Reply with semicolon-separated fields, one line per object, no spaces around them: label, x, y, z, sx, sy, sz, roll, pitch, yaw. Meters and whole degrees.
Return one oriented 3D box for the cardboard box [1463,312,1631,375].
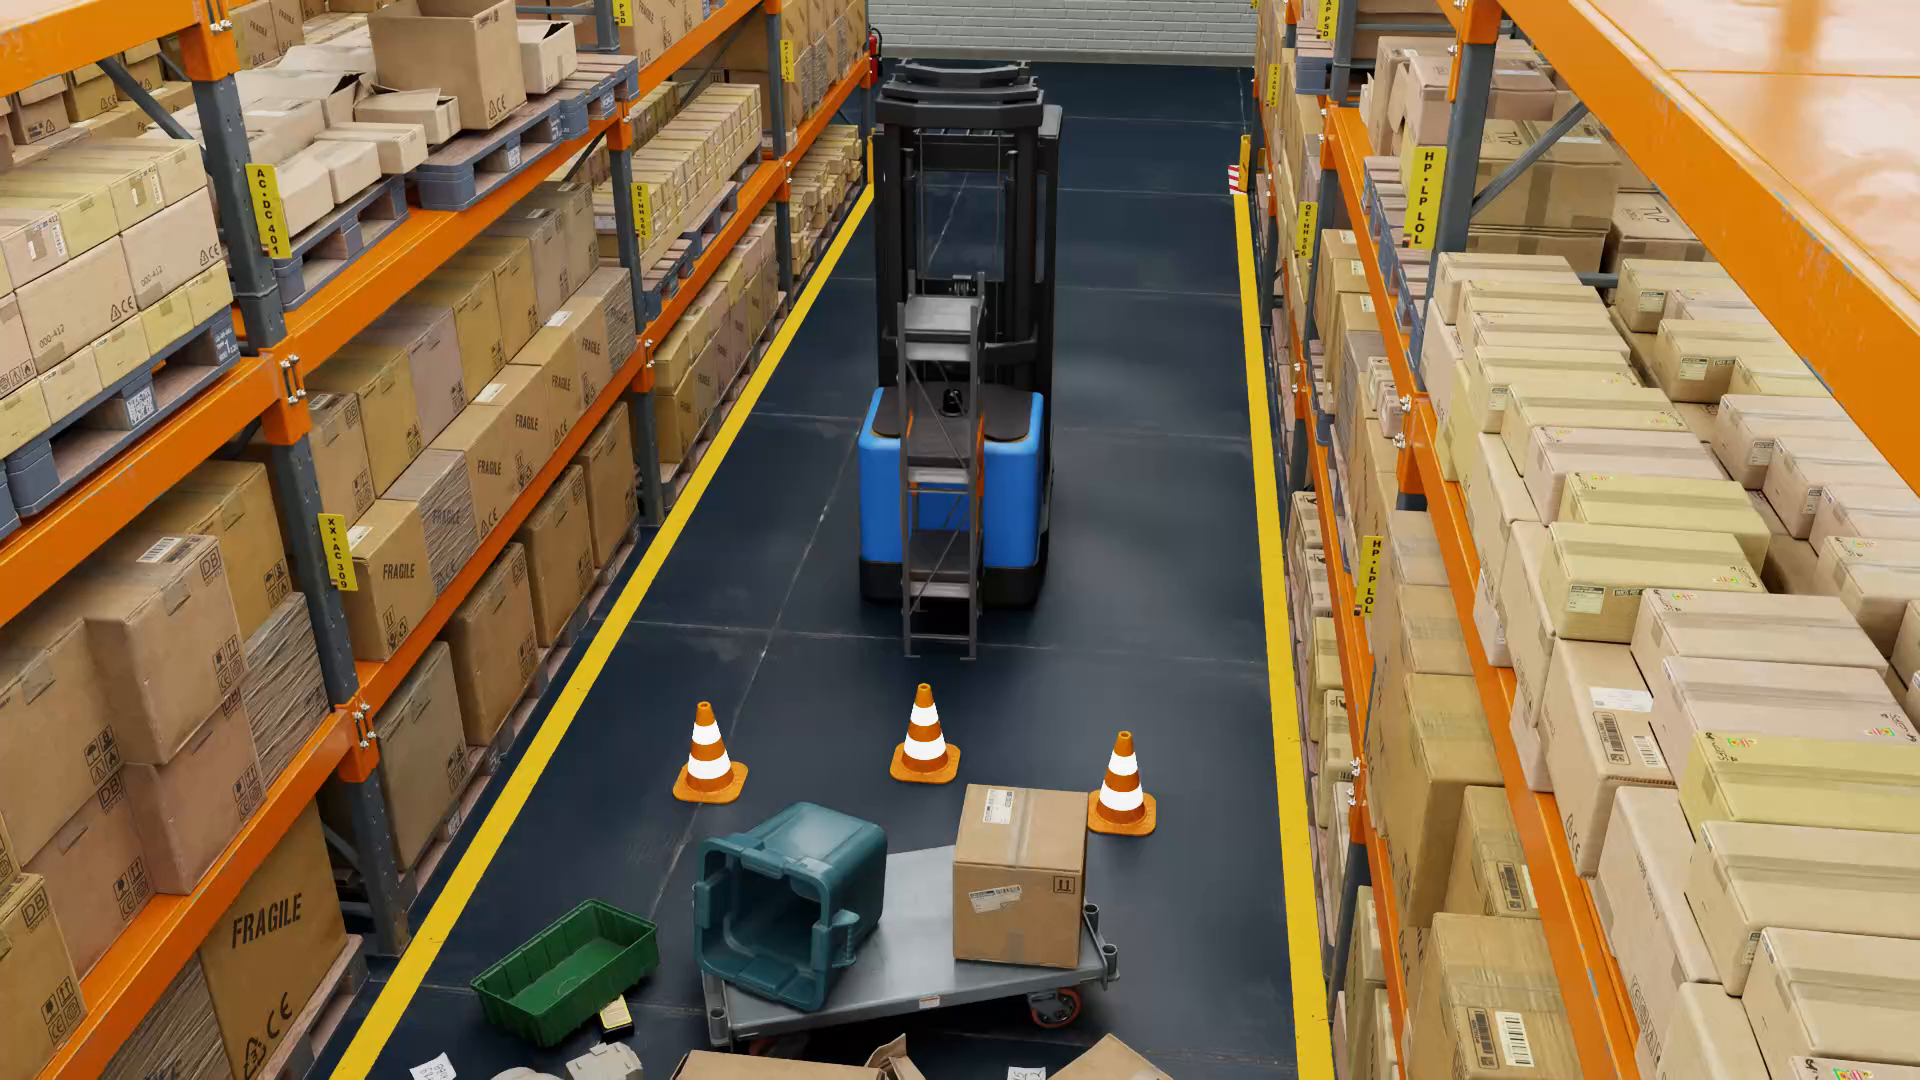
cardboard box;1.612;-0.511;4.590;0.380;0.149;0.250;2;28;5

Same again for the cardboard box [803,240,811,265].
cardboard box;-1.530;-2.541;14.659;0.380;0.149;0.250;4;29;8

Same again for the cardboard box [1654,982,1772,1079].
cardboard box;1.324;0.914;2.365;0.500;0.250;0.500;3;28;6

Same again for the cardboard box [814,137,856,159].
cardboard box;-1.242;-3.899;16.553;0.380;0.149;0.250;3;28;5

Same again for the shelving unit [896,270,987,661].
shelving unit;-0.091;-0.373;9.016;0.431;2.100;0.503;2;29;4

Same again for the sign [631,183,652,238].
sign;-1.865;-1.929;9.740;0.100;0.325;0.005;3;28;6

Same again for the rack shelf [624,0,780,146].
rack shelf;-2.171;-3.395;11.278;1.077;0.370;4.000;3;28;6

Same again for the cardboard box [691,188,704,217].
cardboard box;-2.000;-2.348;11.559;0.380;0.149;0.250;4;29;7

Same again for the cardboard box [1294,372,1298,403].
cardboard box;2.790;-1.199;11.403;0.875;0.875;0.875;4;29;7

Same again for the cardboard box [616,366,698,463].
cardboard box;-2.076;-0.853;11.155;0.500;0.500;0.500;2;28;4

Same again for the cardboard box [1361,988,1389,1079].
cardboard box;1.625;1.883;5.550;0.500;0.500;0.500;4;29;8

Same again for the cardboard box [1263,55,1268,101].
cardboard box;2.986;-4.096;14.876;0.500;0.500;0.500;4;29;8

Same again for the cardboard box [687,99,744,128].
cardboard box;-1.847;-3.221;12.553;0.380;0.149;0.250;2;28;5

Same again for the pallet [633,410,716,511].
pallet;-2.319;-0.590;11.415;1.003;0.211;1.213;3;28;6

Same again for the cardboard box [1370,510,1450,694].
cardboard box;1.750;0.252;5.438;0.700;0.500;0.500;3;28;6

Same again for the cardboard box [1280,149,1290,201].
cardboard box;2.541;-2.573;11.787;0.500;0.250;0.500;4;29;7

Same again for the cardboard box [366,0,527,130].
cardboard box;-2.351;-2.209;7.664;0.500;0.500;0.500;3;28;6

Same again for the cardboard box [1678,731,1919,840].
cardboard box;1.443;0.462;2.784;0.380;0.149;0.250;4;29;7

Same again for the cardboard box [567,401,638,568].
cardboard box;-2.580;-0.363;9.983;1.050;0.750;0.750;3;28;6

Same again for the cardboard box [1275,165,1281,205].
cardboard box;2.622;-2.591;12.348;0.500;0.250;0.500;3;28;5

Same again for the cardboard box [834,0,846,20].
cardboard box;-1.362;-5.117;15.405;0.500;0.500;0.500;5;29;9

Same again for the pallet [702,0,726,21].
pallet;-2.231;-3.798;11.465;1.213;0.211;1.003;3;28;6

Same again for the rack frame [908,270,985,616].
rack frame;-0.070;-0.490;9.229;0.400;2.100;0.015;2;29;4

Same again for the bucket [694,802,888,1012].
bucket;-0.634;1.403;6.625;0.726;0.611;0.620;14;21;24

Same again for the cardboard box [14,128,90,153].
cardboard box;-6.813;-2.762;12.402;0.500;0.500;0.500;3;29;6

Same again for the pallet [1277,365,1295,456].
pallet;2.833;-0.922;12.031;1.003;0.211;1.213;3;28;6

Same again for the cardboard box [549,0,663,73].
cardboard box;-2.082;-3.068;9.806;0.500;0.500;0.500;3;28;6

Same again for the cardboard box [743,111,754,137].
cardboard box;-1.810;-3.215;12.856;0.380;0.149;0.250;4;29;7

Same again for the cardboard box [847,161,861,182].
cardboard box;-1.224;-3.759;16.920;0.380;0.149;0.250;4;29;8

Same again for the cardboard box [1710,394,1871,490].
cardboard box;2.085;-0.235;4.077;0.380;0.149;0.250;3;28;5

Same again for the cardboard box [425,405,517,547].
cardboard box;-2.449;-0.316;7.861;0.500;0.500;0.500;3;28;6

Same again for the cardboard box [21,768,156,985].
cardboard box;-3.167;1.049;5.275;0.875;0.550;0.550;3;28;6

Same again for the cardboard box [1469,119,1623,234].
cardboard box;1.964;-1.267;5.757;0.500;0.250;0.500;4;29;7

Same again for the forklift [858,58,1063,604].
forklift;0.054;-1.584;10.393;1.130;2.935;3.031;2;28;4

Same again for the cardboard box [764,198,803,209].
cardboard box;-1.603;-2.923;14.741;0.380;0.149;0.250;3;28;5

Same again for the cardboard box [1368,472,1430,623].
cardboard box;1.848;0.082;6.365;0.500;0.500;0.500;3;28;5

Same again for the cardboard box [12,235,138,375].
cardboard box;-2.774;-0.697;4.807;0.500;0.250;0.500;3;28;6

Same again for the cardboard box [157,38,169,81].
cardboard box;-7.045;-4.296;14.407;0.500;0.500;0.500;4;29;8

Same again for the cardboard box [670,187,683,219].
cardboard box;-2.066;-2.244;11.053;0.380;0.149;0.250;3;29;6

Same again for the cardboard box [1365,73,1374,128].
cardboard box;2.271;-2.213;8.466;0.396;0.266;0.258;3;28;6

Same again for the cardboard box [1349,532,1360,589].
cardboard box;1.854;0.094;7.028;0.380;0.149;0.250;3;28;5

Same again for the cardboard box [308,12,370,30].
cardboard box;-6.205;-5.134;16.754;0.500;0.250;0.500;3;28;5

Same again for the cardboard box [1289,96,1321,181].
cardboard box;2.504;-2.666;11.168;0.500;0.500;0.500;3;28;5

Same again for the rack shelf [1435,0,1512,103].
rack shelf;2.264;-2.417;6.721;1.077;0.370;4.000;3;28;6

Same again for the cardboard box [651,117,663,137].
cardboard box;-2.491;-3.136;12.709;0.380;0.149;0.250;4;29;7

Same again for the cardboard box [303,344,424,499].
cardboard box;-2.790;-0.528;7.200;0.700;0.500;0.500;3;28;5

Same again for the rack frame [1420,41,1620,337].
rack frame;2.019;-1.968;4.708;1.000;3.000;0.127;3;28;6

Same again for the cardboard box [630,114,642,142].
cardboard box;-2.556;-3.021;12.181;0.380;0.149;0.250;3;28;6

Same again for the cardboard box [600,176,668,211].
cardboard box;-2.102;-2.234;10.722;0.380;0.149;0.250;3;28;6

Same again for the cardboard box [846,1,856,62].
cardboard box;-1.303;-4.922;16.097;0.500;0.500;0.500;3;28;5

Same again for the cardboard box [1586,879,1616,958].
cardboard box;1.440;0.684;3.212;0.380;0.149;0.250;3;28;6

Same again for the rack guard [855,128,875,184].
rack guard;-1.445;-4.080;17.588;1.175;0.500;0.348;3;28;6

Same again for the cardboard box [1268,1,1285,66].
cardboard box;2.906;-4.294;14.190;0.500;0.500;0.500;4;29;7

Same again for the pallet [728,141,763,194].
pallet;-2.164;-2.897;12.960;1.003;0.211;1.213;3;28;6

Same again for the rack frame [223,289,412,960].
rack frame;-2.906;0.433;6.576;1.000;3.000;0.127;3;28;6

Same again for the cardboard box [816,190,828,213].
cardboard box;-1.441;-3.157;15.489;0.380;0.149;0.250;3;28;6

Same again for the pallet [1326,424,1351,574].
pallet;2.307;-0.191;7.937;1.003;0.211;1.213;3;28;6
